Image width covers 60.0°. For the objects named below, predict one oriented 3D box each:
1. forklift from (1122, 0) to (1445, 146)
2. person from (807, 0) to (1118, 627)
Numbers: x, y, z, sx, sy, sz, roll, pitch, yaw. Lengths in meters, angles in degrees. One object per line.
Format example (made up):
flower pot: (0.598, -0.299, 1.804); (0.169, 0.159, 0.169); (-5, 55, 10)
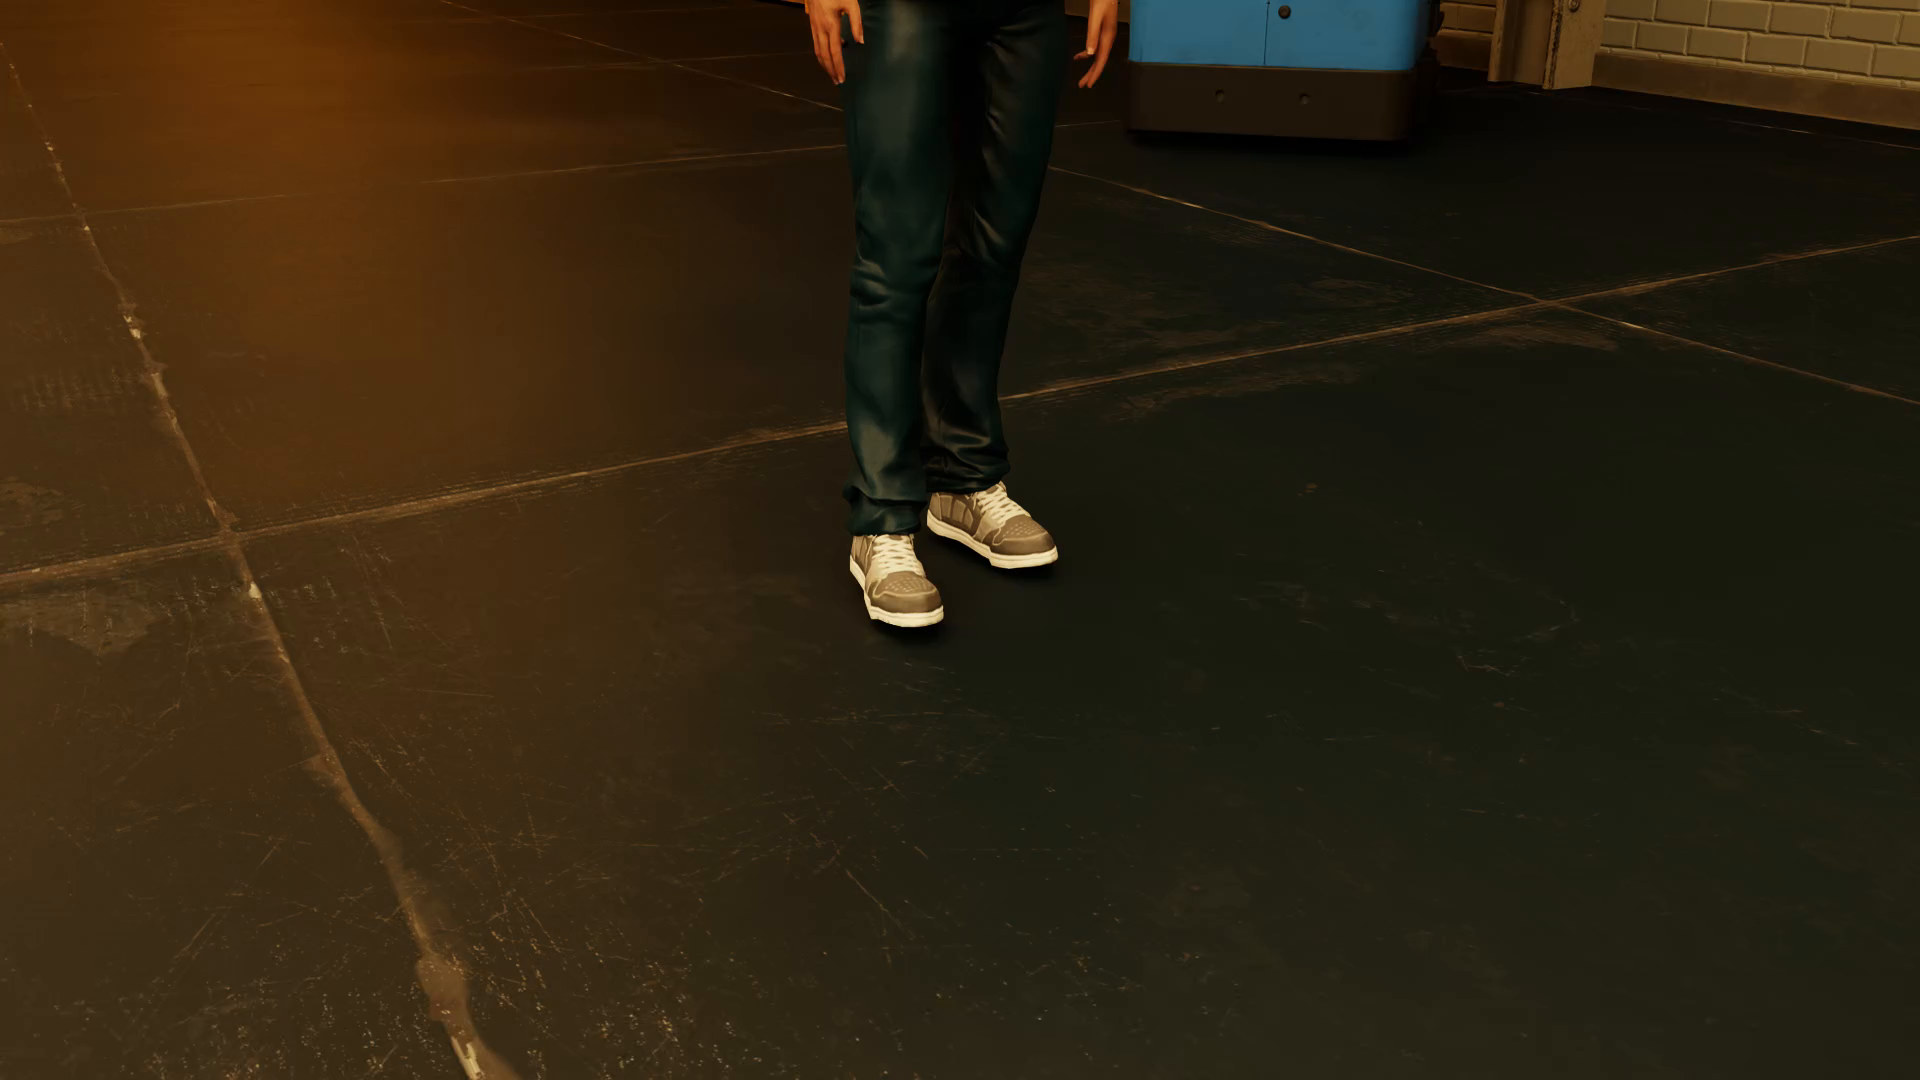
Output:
forklift: (1.527, -3.297, 6.809); (1.130, 2.935, 3.031); (7, 23, 16)
person: (0.026, -0.718, 2.263); (0.521, 1.599, 0.473); (-12, 25, -28)
